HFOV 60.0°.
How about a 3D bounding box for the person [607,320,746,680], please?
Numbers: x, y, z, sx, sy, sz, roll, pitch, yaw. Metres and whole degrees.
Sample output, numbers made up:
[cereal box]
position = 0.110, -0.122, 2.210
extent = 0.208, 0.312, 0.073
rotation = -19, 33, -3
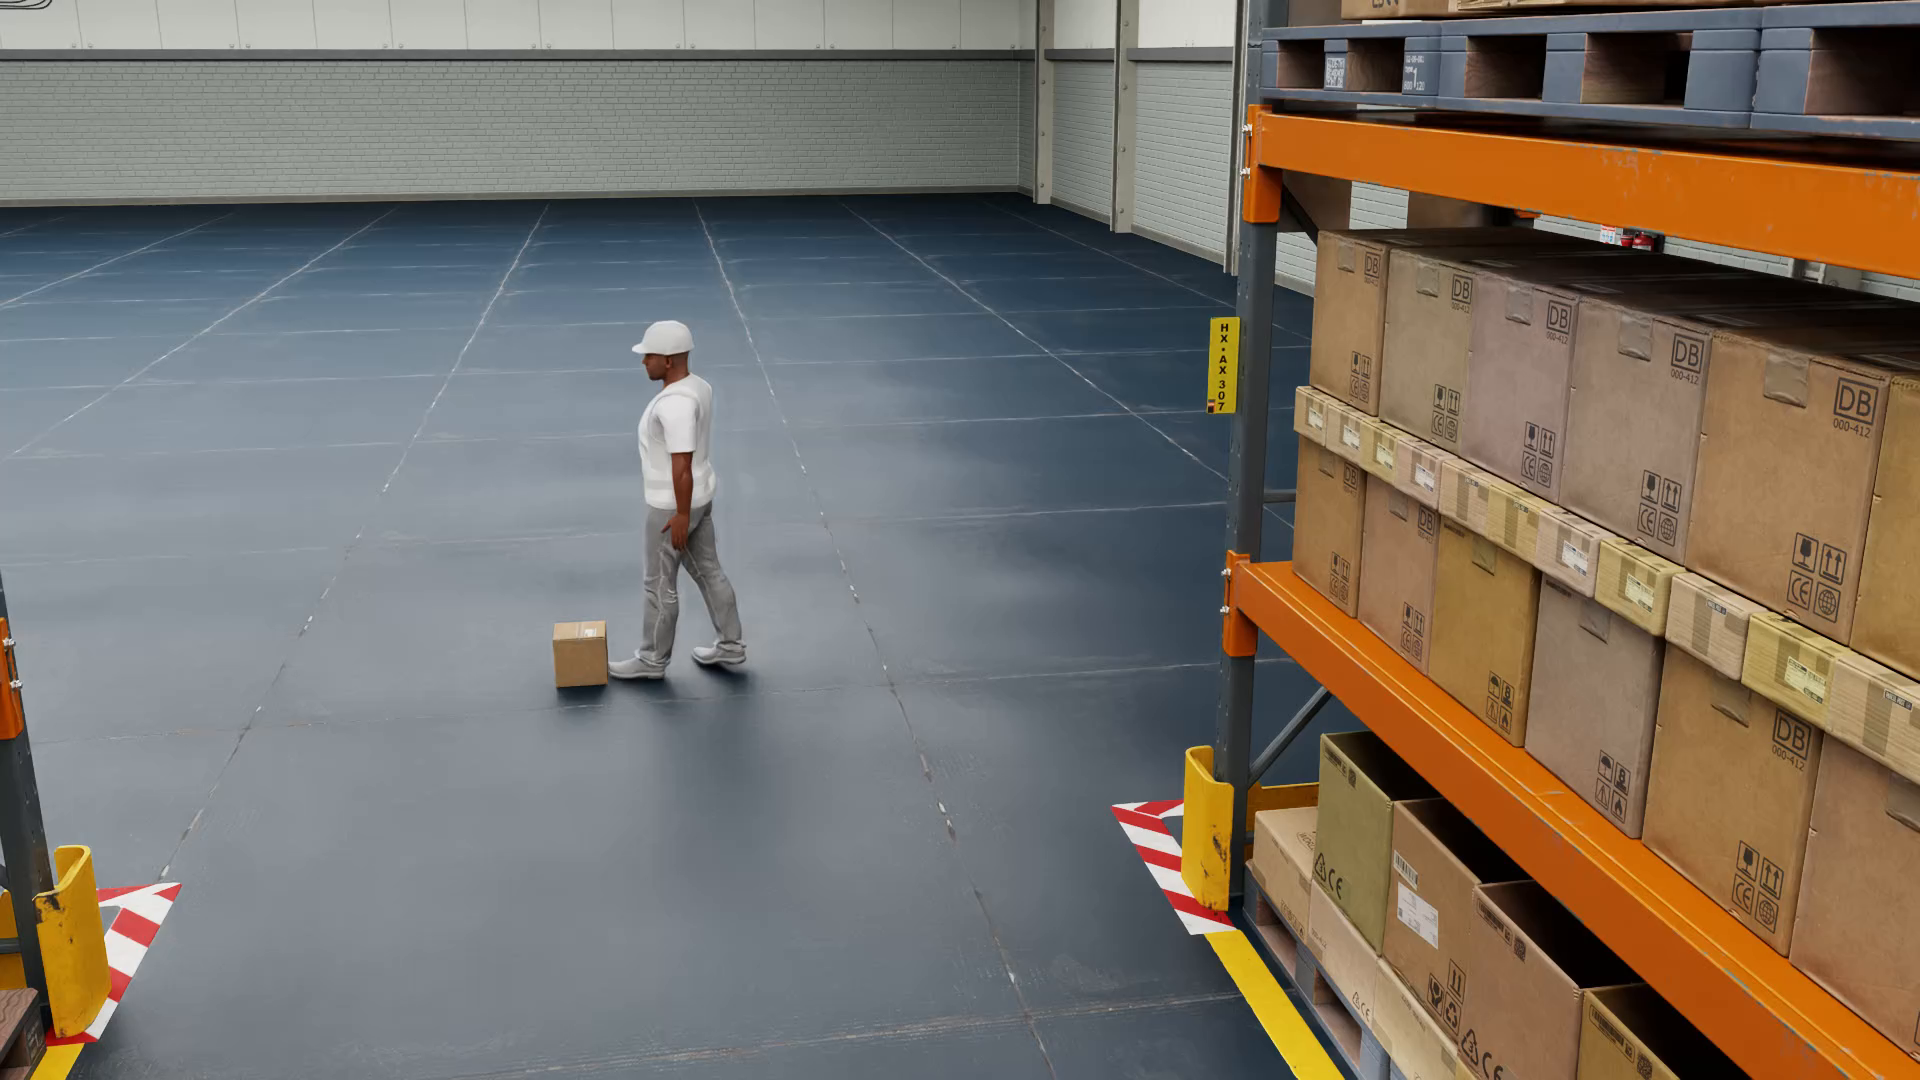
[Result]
[person]
position = -1.417, -0.194, 8.132
extent = 0.686, 1.768, 0.579
rotation = 2, 16, 6
